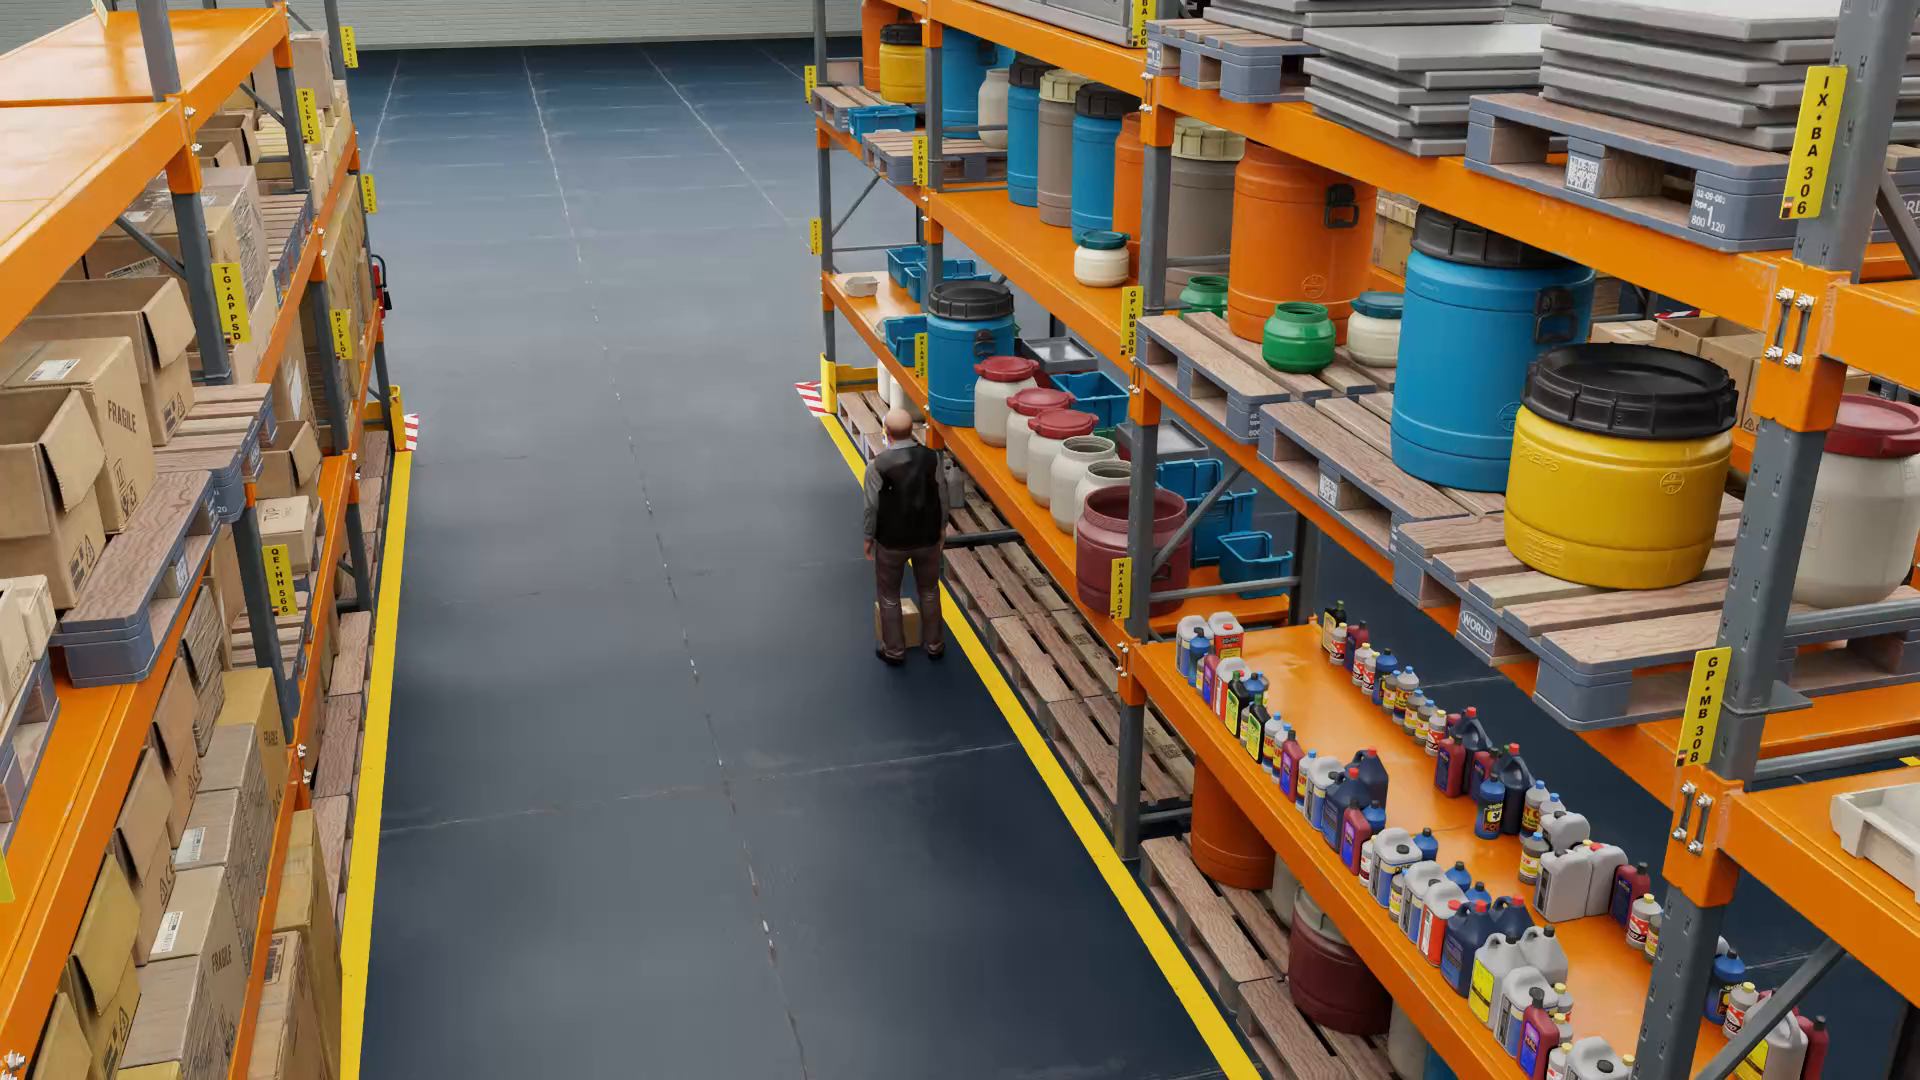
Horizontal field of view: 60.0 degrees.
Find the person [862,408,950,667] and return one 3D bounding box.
[{"bbox_3d":[-0.343,-0.004,10.706,0.586,1.720,0.421,-8,24,-17],"label":"person"}]
